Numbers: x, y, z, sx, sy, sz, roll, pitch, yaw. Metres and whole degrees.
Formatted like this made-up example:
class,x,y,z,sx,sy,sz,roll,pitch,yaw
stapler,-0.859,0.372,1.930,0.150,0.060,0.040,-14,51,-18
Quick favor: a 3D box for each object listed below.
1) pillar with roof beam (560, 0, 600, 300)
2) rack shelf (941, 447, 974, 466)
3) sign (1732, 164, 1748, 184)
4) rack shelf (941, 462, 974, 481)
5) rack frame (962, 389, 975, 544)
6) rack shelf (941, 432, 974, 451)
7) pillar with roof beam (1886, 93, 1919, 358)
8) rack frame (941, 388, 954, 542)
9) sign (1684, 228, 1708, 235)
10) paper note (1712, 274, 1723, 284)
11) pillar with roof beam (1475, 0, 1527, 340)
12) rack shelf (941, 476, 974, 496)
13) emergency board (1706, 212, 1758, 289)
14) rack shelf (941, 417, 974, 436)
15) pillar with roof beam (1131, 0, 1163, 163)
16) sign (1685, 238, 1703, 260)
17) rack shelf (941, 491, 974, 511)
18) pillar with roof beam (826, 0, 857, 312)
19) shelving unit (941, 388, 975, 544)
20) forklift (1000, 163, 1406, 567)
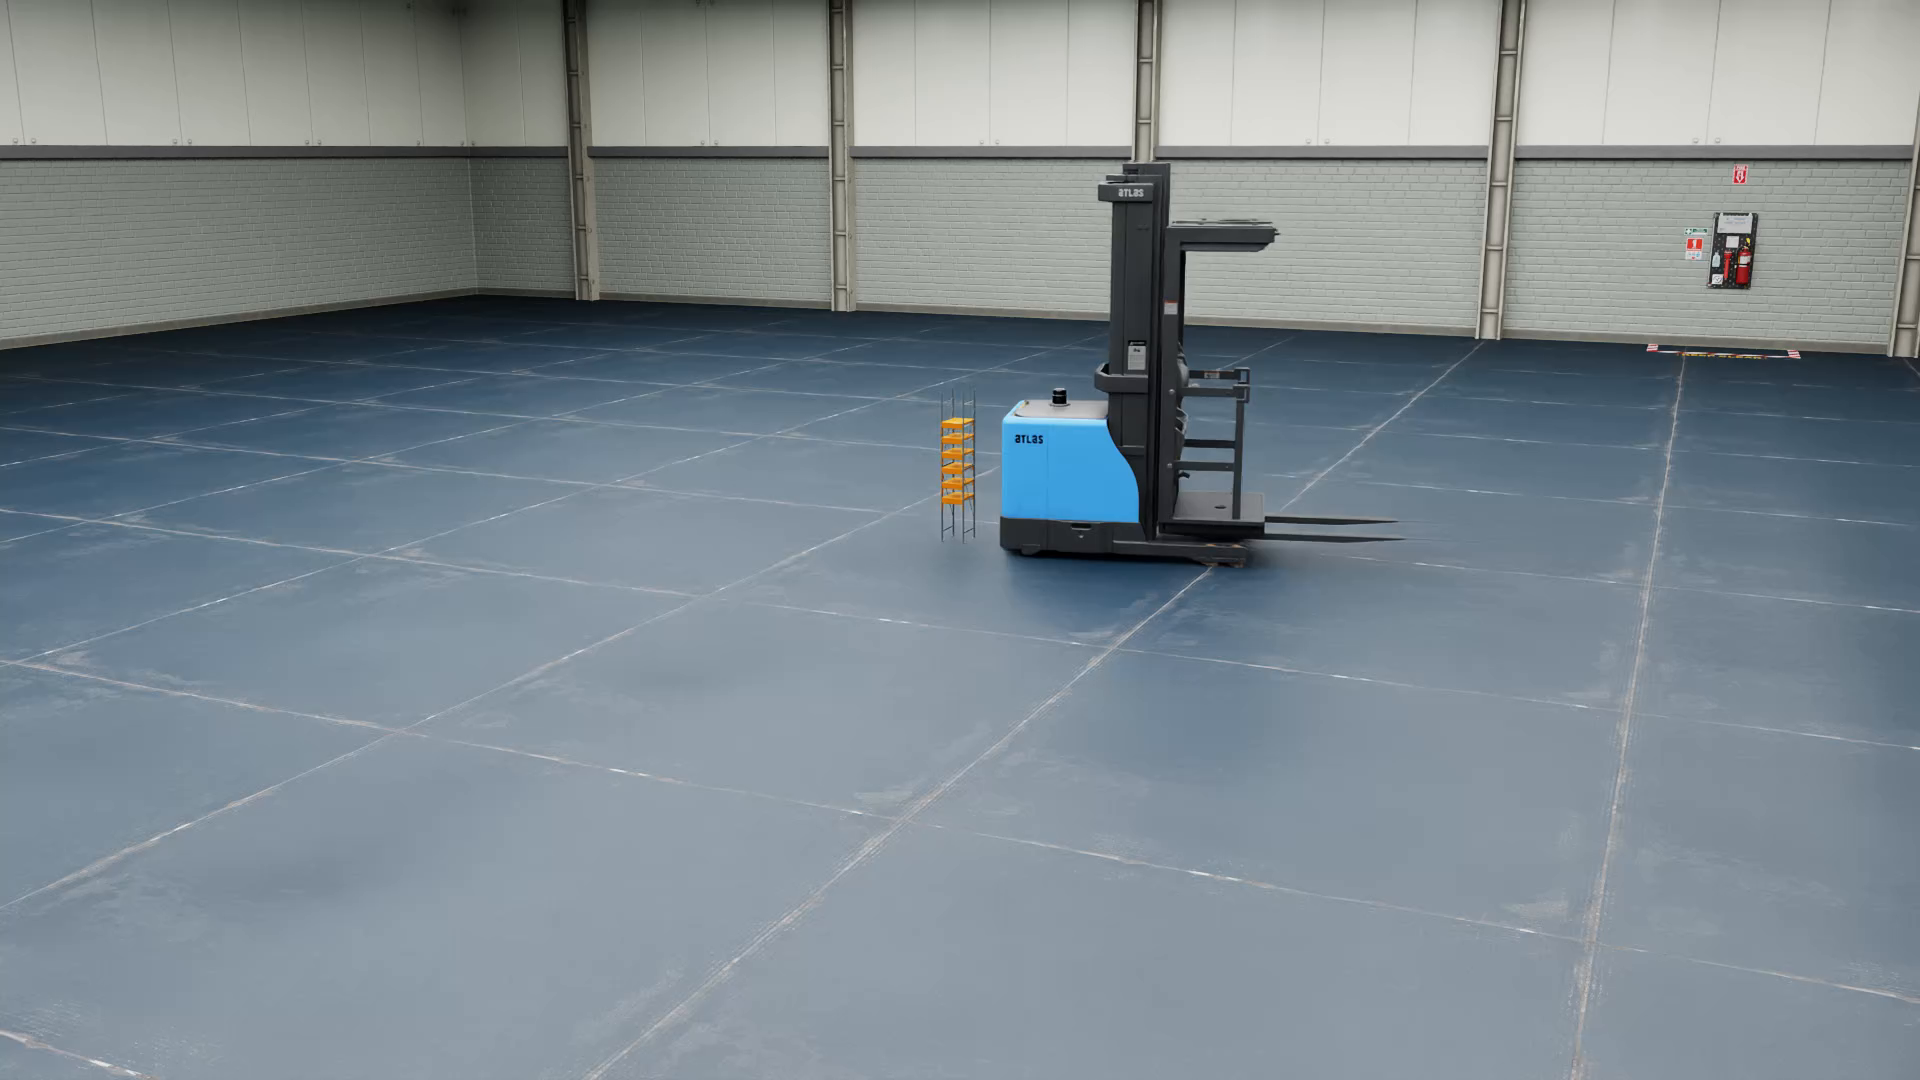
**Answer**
class,x,y,z,sx,sy,sz,roll,pitch,yaw
pillar with roof beam,-9.472,-8.479,29.692,0.400,9.000,9.100,6,14,23
rack shelf,-0.013,-0.659,13.106,0.180,0.103,0.258,6,14,23
sign,12.004,-5.624,25.581,0.199,0.298,0.001,6,14,23
rack shelf,-0.013,-0.542,13.134,0.180,0.103,0.258,6,14,23
rack frame,0.070,-0.577,13.087,0.006,1.200,0.240,6,14,23
rack shelf,-0.013,-0.776,13.079,0.180,0.103,0.258,6,14,23
pillar with roof beam,12.471,-6.259,20.228,0.400,9.000,9.100,6,14,23
rack frame,-0.097,-0.594,13.160,0.006,1.200,0.240,6,14,23
sign,11.507,-4.819,25.989,0.331,0.109,0.001,6,14,23
paper note,11.837,-4.076,25.986,0.142,0.148,0.016,6,14,23
pillar with roof beam,6.985,-6.814,22.594,0.400,9.000,9.100,6,14,23
rack shelf,-0.013,-0.425,13.161,0.180,0.103,0.258,6,14,23
emergency board,11.971,-4.474,25.754,0.643,1.169,0.194,6,14,23
rack shelf,-0.013,-0.893,13.051,0.180,0.103,0.258,6,14,23
pillar with roof beam,1.499,-7.369,24.960,0.400,9.000,9.100,6,14,23
sign,11.507,-4.564,26.060,0.234,0.329,0.001,6,14,23
rack shelf,-0.013,-0.309,13.188,0.180,0.103,0.258,6,14,23
pillar with roof beam,-3.987,-7.924,27.326,0.400,9.000,9.100,6,14,23
shelving unit,-0.013,-0.585,13.123,0.189,1.200,0.258,6,14,23
forklift,1.870,-1.353,12.607,3.031,2.935,1.130,2,13,9
